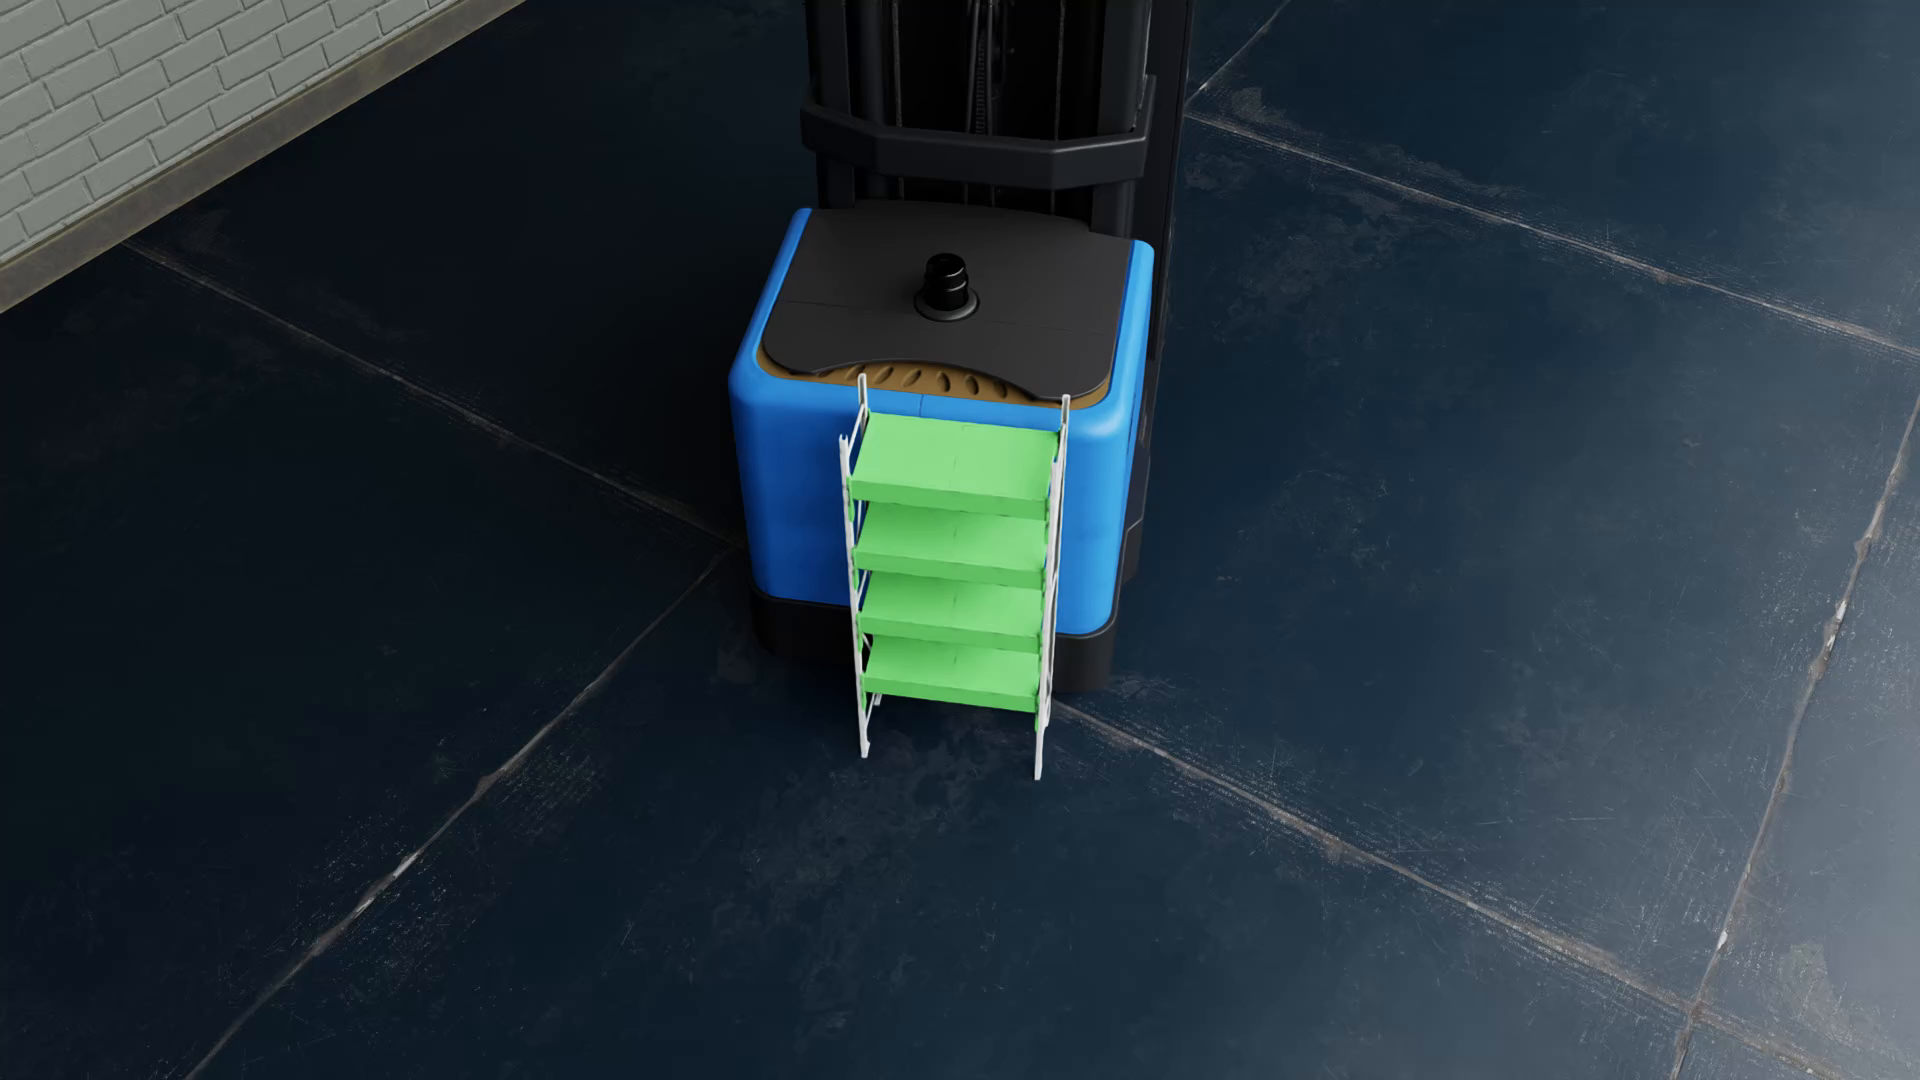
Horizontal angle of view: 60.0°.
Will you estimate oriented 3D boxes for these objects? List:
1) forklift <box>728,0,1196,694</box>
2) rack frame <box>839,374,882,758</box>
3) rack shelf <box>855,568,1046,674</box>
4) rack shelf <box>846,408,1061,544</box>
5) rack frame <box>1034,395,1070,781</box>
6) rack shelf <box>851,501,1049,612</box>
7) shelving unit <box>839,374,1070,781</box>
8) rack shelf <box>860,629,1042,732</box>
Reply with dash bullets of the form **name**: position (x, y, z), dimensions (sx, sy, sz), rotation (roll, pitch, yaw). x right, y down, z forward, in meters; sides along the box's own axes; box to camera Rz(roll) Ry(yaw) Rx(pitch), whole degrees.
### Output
- **forklift**: position (0.148, -1.656, 4.815), dimensions (1.130, 2.935, 3.031), rotation (7, 46, 7)
- **rack frame**: position (-0.250, 0.107, 4.309), dimensions (0.015, 1.200, 0.240), rotation (6, 46, 6)
- **rack shelf**: position (-0.009, 0.179, 4.328), dimensions (0.480, 0.148, 0.258), rotation (6, 46, 6)
- **rack shelf**: position (-0.009, -0.155, 3.984), dimensions (0.480, 0.148, 0.258), rotation (6, 46, 6)
- **rack frame**: position (0.232, 0.162, 4.256), dimensions (0.015, 1.200, 0.240), rotation (6, 46, 6)
- **rack shelf**: position (-0.009, 0.012, 4.156), dimensions (0.480, 0.148, 0.258), rotation (6, 46, 6)
- **shelving unit**: position (-0.009, 0.135, 4.283), dimensions (0.503, 1.200, 0.258), rotation (6, 46, 6)
- **rack shelf**: position (-0.009, 0.346, 4.501), dimensions (0.480, 0.148, 0.258), rotation (6, 46, 6)
